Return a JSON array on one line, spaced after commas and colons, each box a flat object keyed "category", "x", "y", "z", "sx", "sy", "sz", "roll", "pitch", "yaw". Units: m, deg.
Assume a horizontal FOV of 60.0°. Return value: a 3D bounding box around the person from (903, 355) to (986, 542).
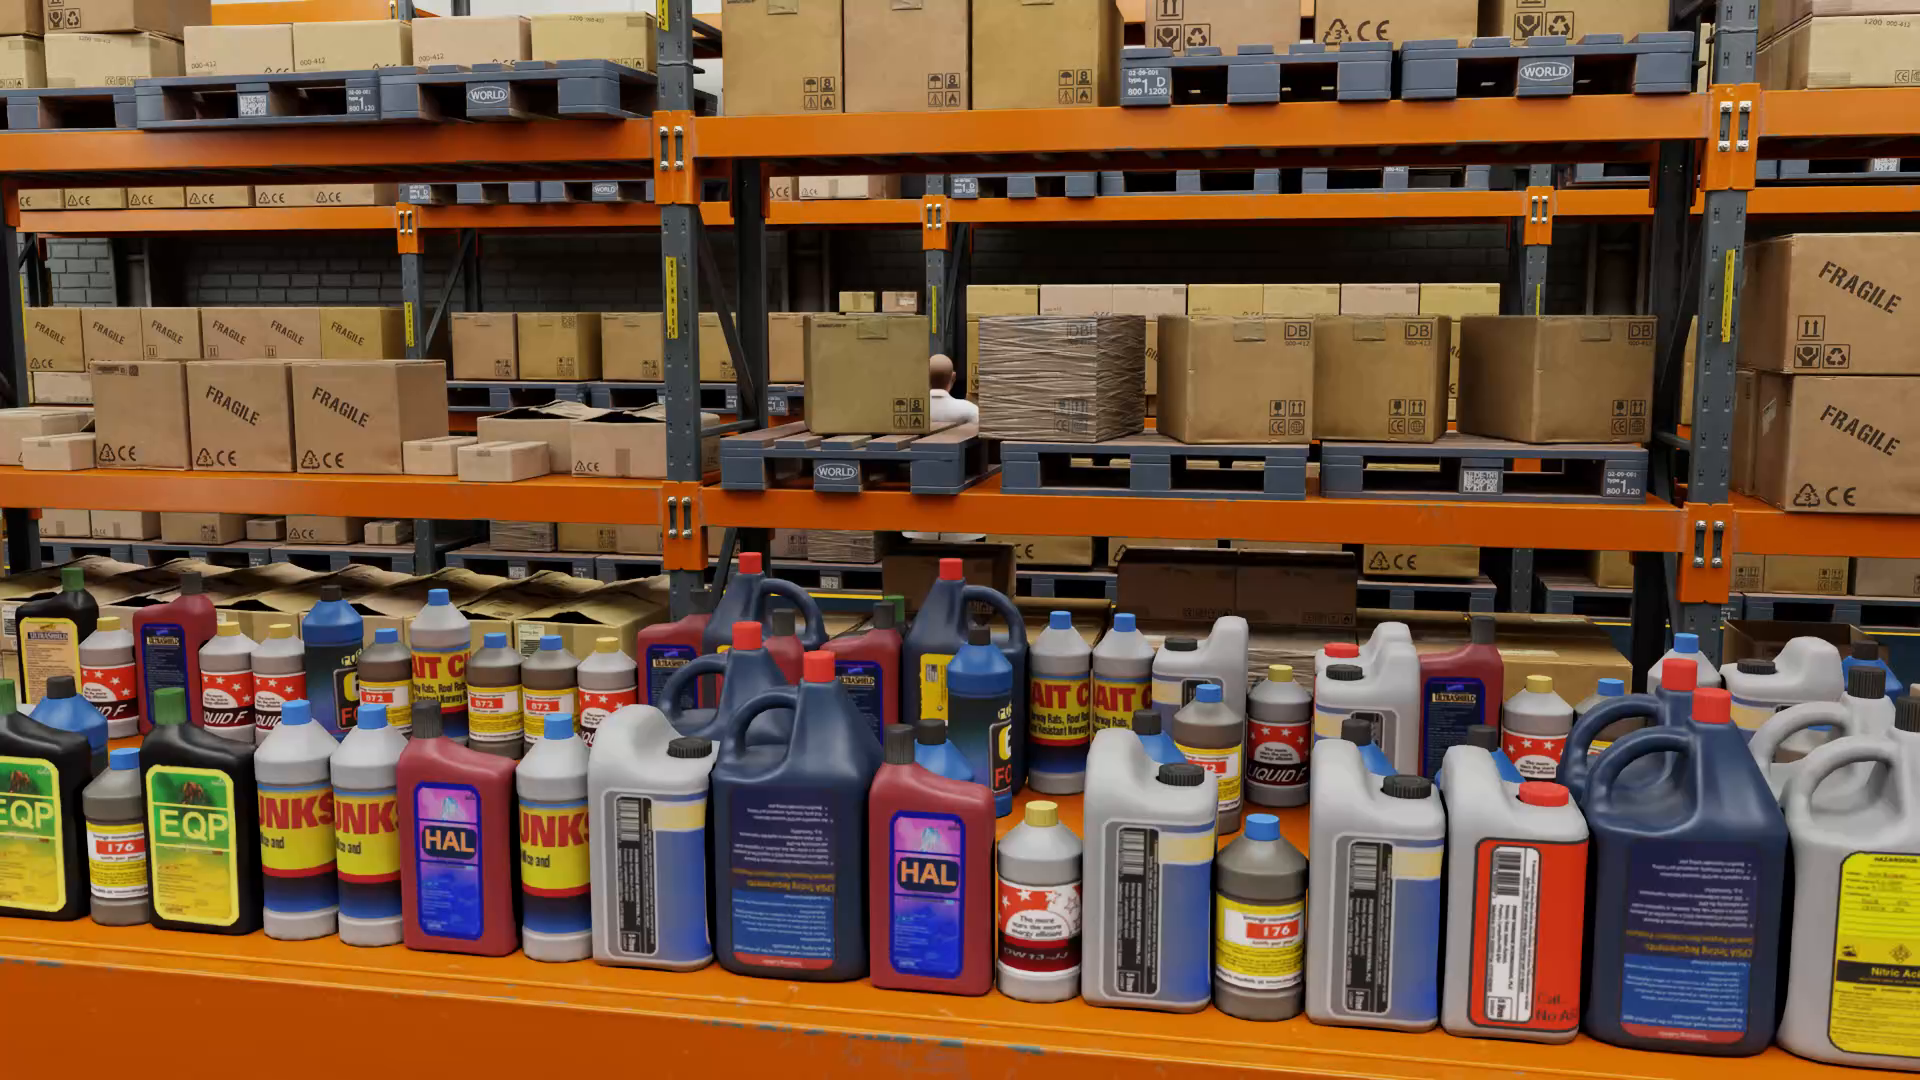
[{"category": "person", "x": -0.118, "y": -0.217, "z": 10.029, "sx": 0.563, "sy": 1.793, "sz": 0.395, "roll": 2, "pitch": 8, "yaw": 12}]
